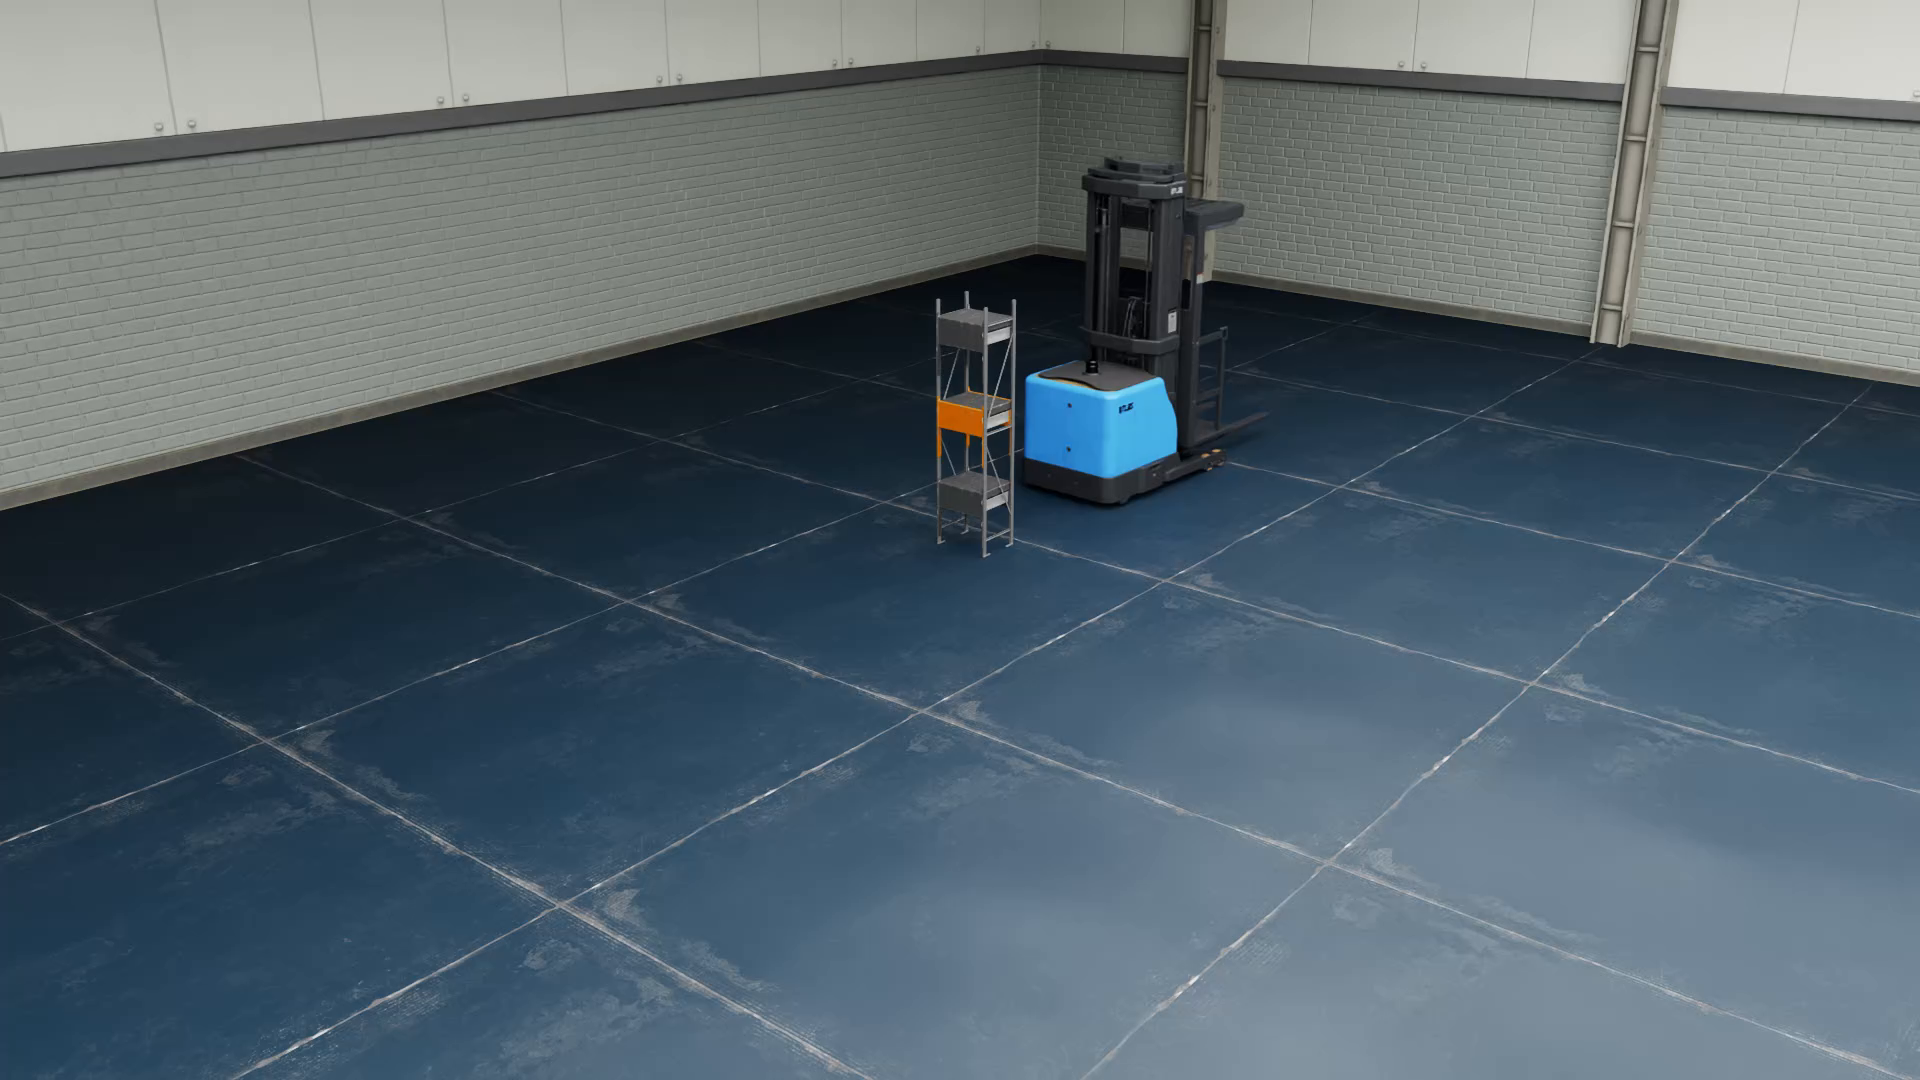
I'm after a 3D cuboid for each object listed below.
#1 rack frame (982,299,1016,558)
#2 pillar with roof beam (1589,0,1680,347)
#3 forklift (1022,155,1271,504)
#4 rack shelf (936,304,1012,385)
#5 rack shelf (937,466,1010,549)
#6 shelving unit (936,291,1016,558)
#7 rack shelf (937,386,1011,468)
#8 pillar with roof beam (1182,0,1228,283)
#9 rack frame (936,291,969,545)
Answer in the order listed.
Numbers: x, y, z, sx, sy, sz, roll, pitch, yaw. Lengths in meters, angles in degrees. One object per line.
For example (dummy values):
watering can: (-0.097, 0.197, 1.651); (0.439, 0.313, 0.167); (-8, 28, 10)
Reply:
rack frame: (0.317, -0.891, 13.555); (0.015, 2.100, 0.400); (16, 26, 36)
pillar with roof beam: (5.356, -5.489, 15.971); (0.400, 9.000, 9.100); (16, 26, 36)
forklift: (1.925, -2.135, 15.677); (1.130, 2.935, 3.031); (17, 27, 38)
rack shelf: (0.128, -1.588, 13.458); (0.480, 0.518, 0.431); (16, 26, 36)
rack shelf: (0.128, -0.278, 13.952); (0.480, 0.518, 0.431); (16, 26, 36)
shelving unit: (0.128, -0.946, 13.700); (0.503, 2.100, 0.431); (16, 26, 36)
rack shelf: (0.128, -0.933, 13.705); (0.480, 0.518, 0.431); (16, 26, 36)
pillar with roof beam: (0.708, -6.828, 19.521); (0.400, 9.000, 9.100); (16, 26, 36)
rack frame: (-0.061, -1.000, 13.844); (0.015, 2.100, 0.400); (16, 26, 36)
